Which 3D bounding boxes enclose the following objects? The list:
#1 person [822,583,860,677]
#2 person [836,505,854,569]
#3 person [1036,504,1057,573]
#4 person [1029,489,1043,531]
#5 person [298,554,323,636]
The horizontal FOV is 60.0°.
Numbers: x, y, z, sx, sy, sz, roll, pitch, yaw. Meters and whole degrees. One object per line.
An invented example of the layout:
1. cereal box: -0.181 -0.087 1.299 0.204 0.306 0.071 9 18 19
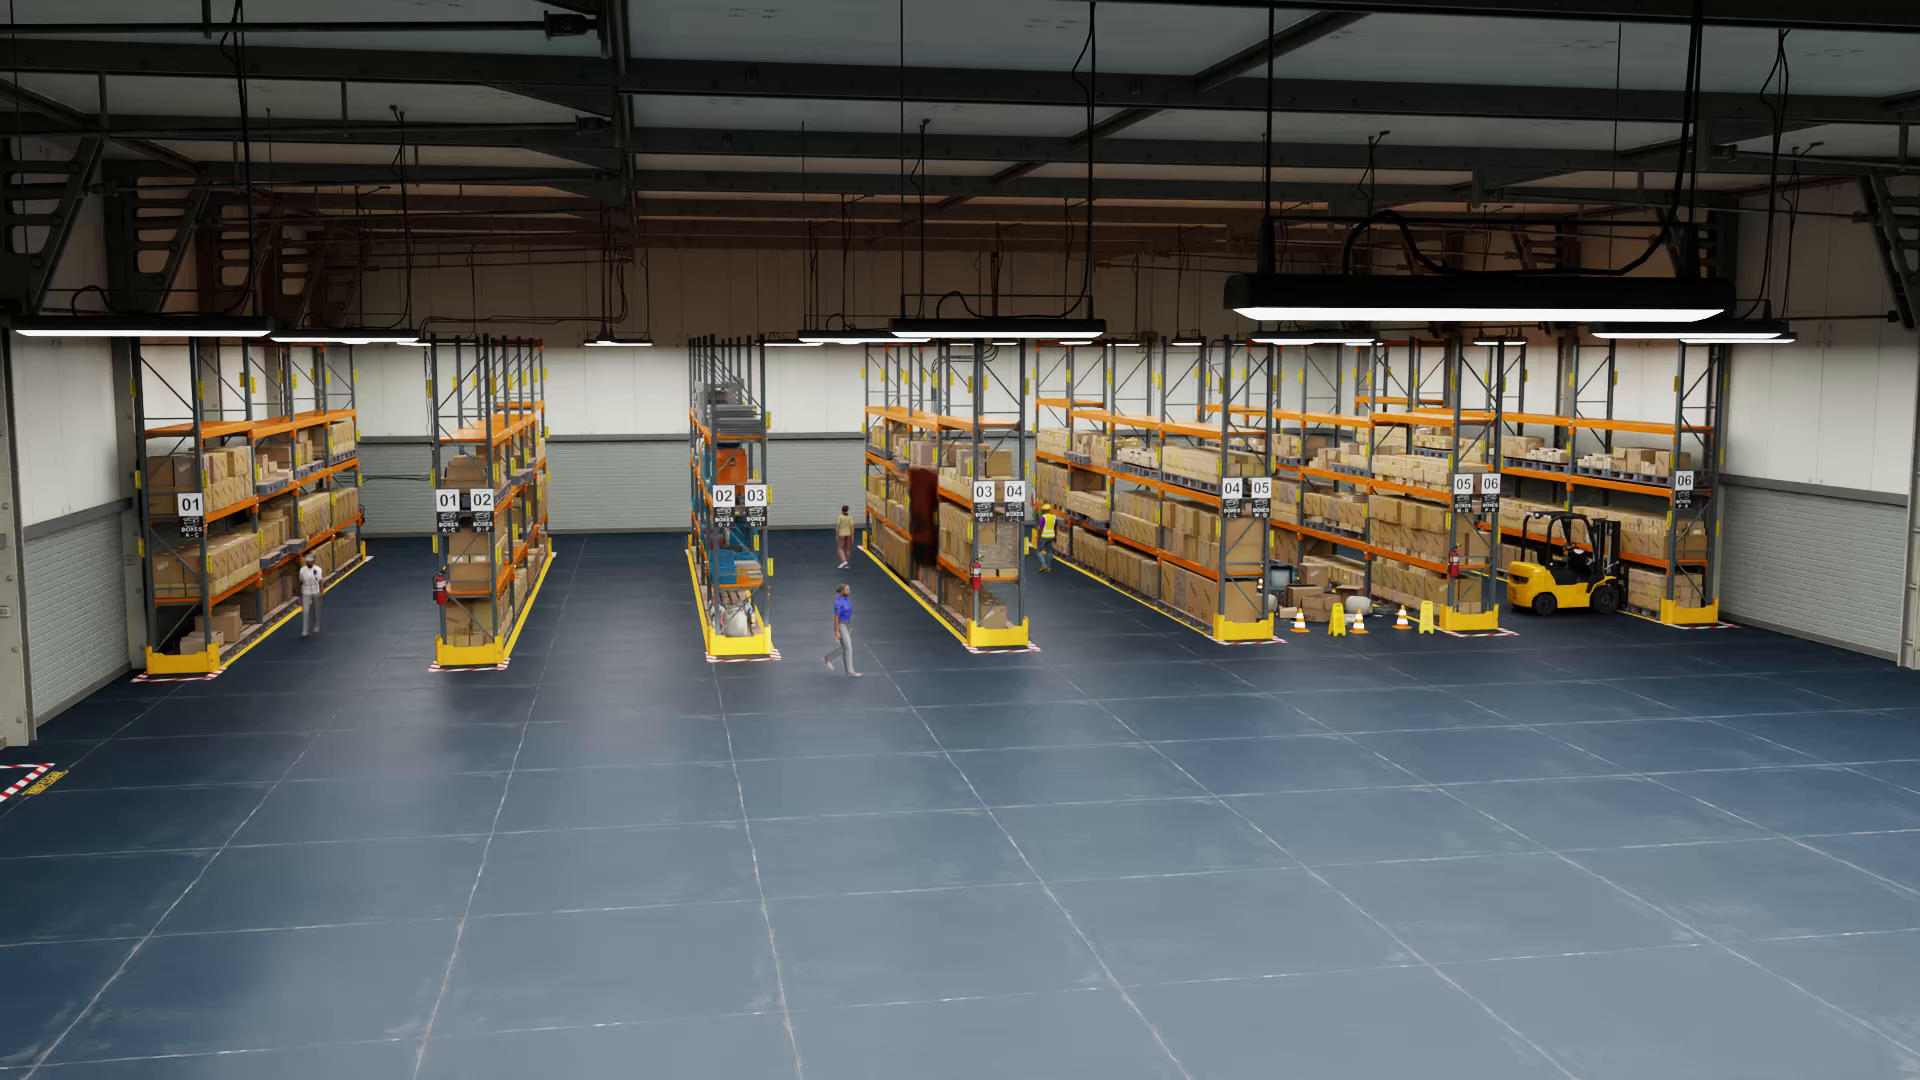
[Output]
1. person: -2.081 1.551 29.272 0.803 1.628 0.506 2 7 20
2. person: -2.994 -0.079 43.389 0.455 1.672 0.526 -2 7 -14
3. person: 2.227 -0.046 42.820 0.609 1.787 0.403 -5 8 -35
4. person: 2.400 -0.937 50.422 0.543 1.766 0.880 6 9 41
5. person: -12.987 1.085 33.274 0.465 1.623 0.977 -3 7 -23
